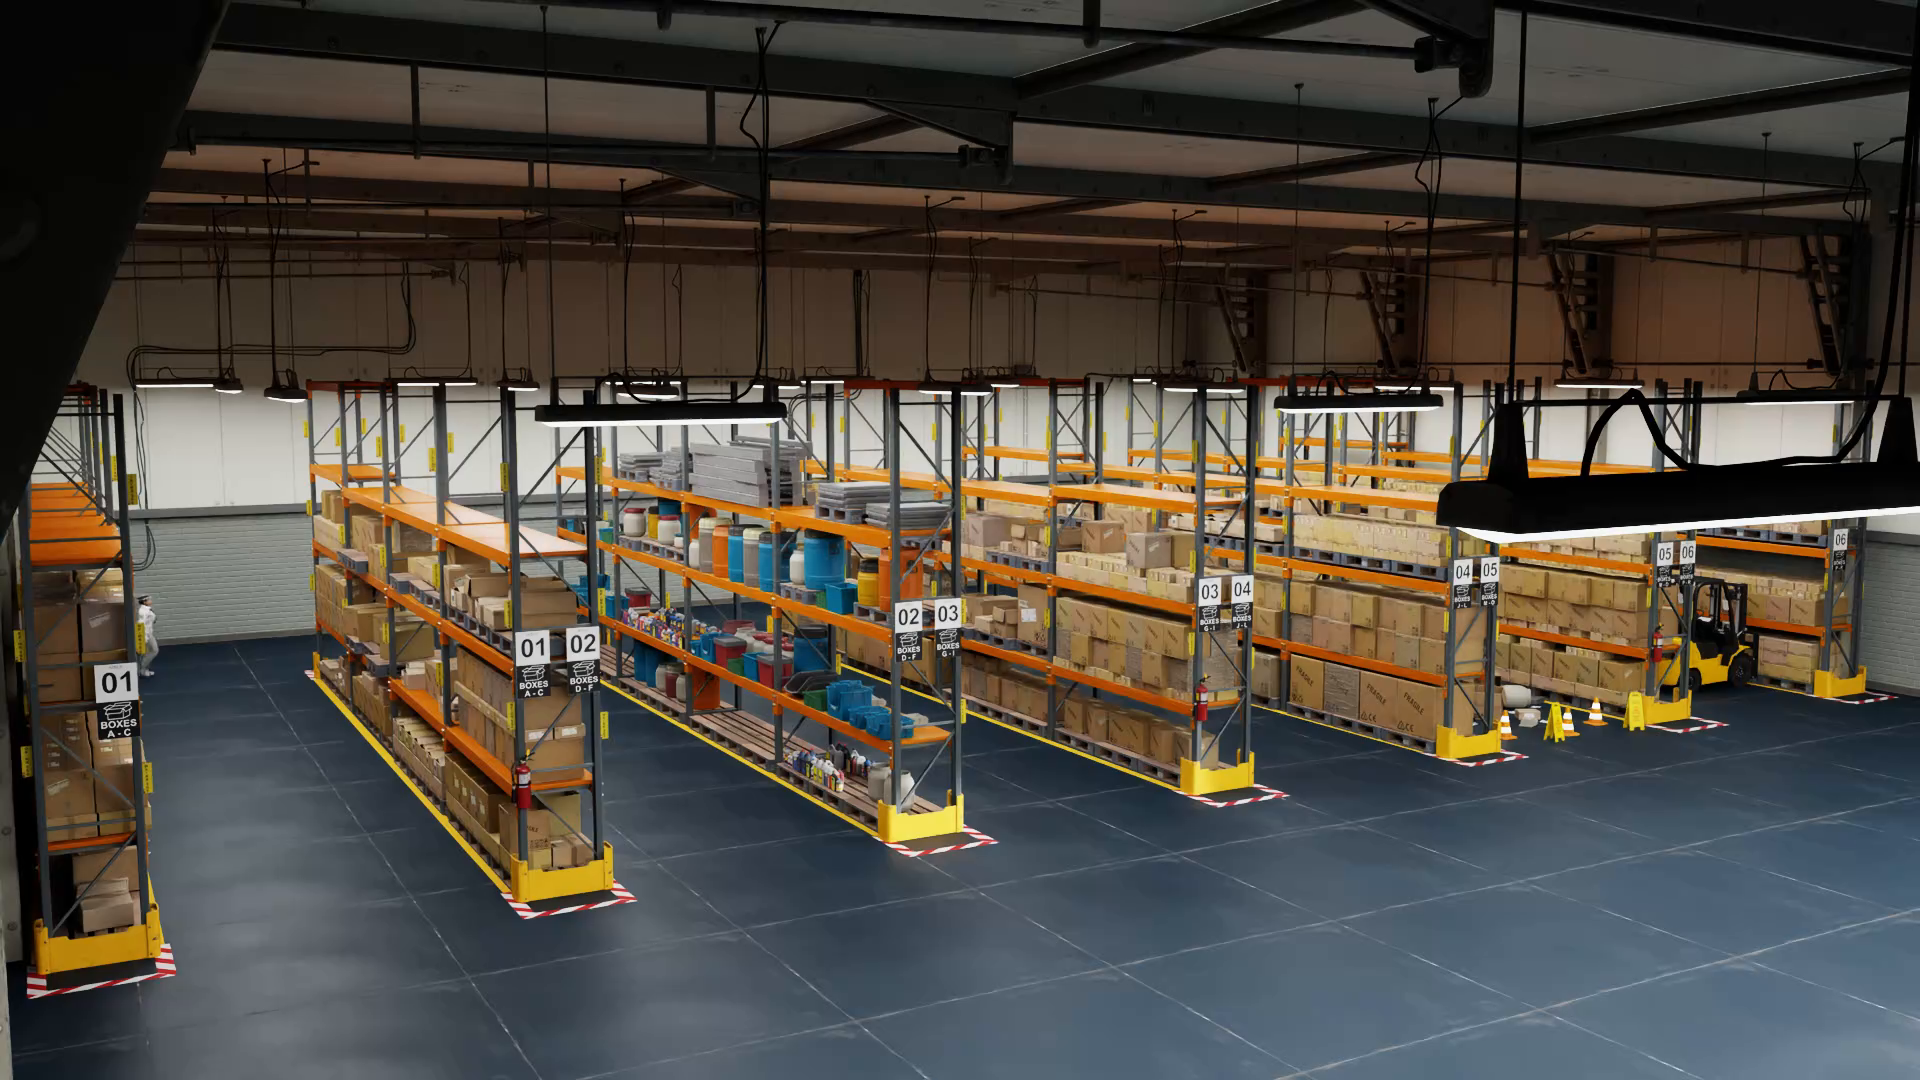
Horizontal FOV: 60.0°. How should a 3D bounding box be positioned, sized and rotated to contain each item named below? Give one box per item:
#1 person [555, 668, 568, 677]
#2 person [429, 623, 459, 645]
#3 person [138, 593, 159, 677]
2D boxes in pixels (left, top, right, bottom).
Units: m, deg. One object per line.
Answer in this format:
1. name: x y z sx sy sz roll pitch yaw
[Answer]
1. person: -7.236 2.337 29.779 0.489 1.665 0.480 -1 6 -7
2. person: -11.796 1.532 37.168 1.106 1.718 0.520 -2 6 -16
3. person: -16.430 1.912 33.621 0.391 1.691 0.494 -3 7 -25
